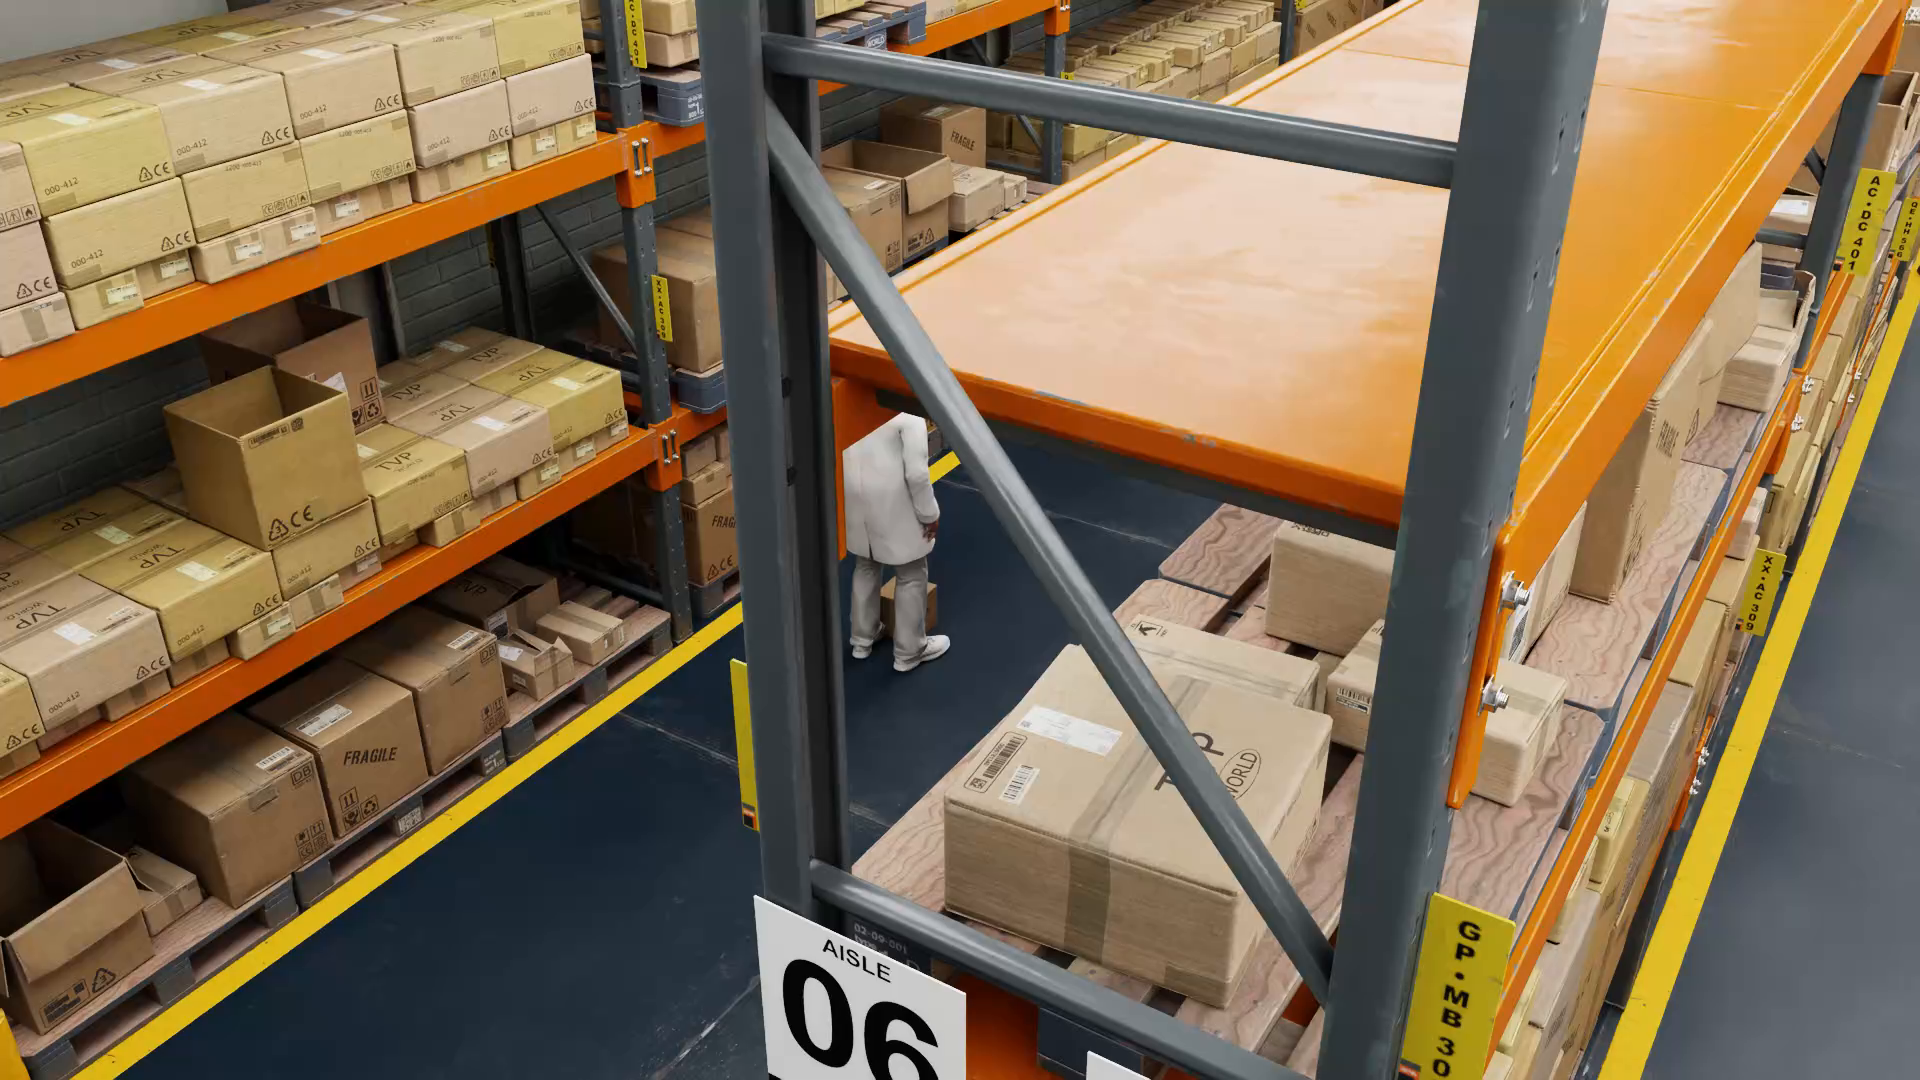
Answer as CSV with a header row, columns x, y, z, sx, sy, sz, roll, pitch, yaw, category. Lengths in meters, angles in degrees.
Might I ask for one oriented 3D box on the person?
x,y,z,sx,sy,sz,roll,pitch,yaw,category
-0.386,-0.170,8.502,0.640,1.773,0.427,16,34,26,person
